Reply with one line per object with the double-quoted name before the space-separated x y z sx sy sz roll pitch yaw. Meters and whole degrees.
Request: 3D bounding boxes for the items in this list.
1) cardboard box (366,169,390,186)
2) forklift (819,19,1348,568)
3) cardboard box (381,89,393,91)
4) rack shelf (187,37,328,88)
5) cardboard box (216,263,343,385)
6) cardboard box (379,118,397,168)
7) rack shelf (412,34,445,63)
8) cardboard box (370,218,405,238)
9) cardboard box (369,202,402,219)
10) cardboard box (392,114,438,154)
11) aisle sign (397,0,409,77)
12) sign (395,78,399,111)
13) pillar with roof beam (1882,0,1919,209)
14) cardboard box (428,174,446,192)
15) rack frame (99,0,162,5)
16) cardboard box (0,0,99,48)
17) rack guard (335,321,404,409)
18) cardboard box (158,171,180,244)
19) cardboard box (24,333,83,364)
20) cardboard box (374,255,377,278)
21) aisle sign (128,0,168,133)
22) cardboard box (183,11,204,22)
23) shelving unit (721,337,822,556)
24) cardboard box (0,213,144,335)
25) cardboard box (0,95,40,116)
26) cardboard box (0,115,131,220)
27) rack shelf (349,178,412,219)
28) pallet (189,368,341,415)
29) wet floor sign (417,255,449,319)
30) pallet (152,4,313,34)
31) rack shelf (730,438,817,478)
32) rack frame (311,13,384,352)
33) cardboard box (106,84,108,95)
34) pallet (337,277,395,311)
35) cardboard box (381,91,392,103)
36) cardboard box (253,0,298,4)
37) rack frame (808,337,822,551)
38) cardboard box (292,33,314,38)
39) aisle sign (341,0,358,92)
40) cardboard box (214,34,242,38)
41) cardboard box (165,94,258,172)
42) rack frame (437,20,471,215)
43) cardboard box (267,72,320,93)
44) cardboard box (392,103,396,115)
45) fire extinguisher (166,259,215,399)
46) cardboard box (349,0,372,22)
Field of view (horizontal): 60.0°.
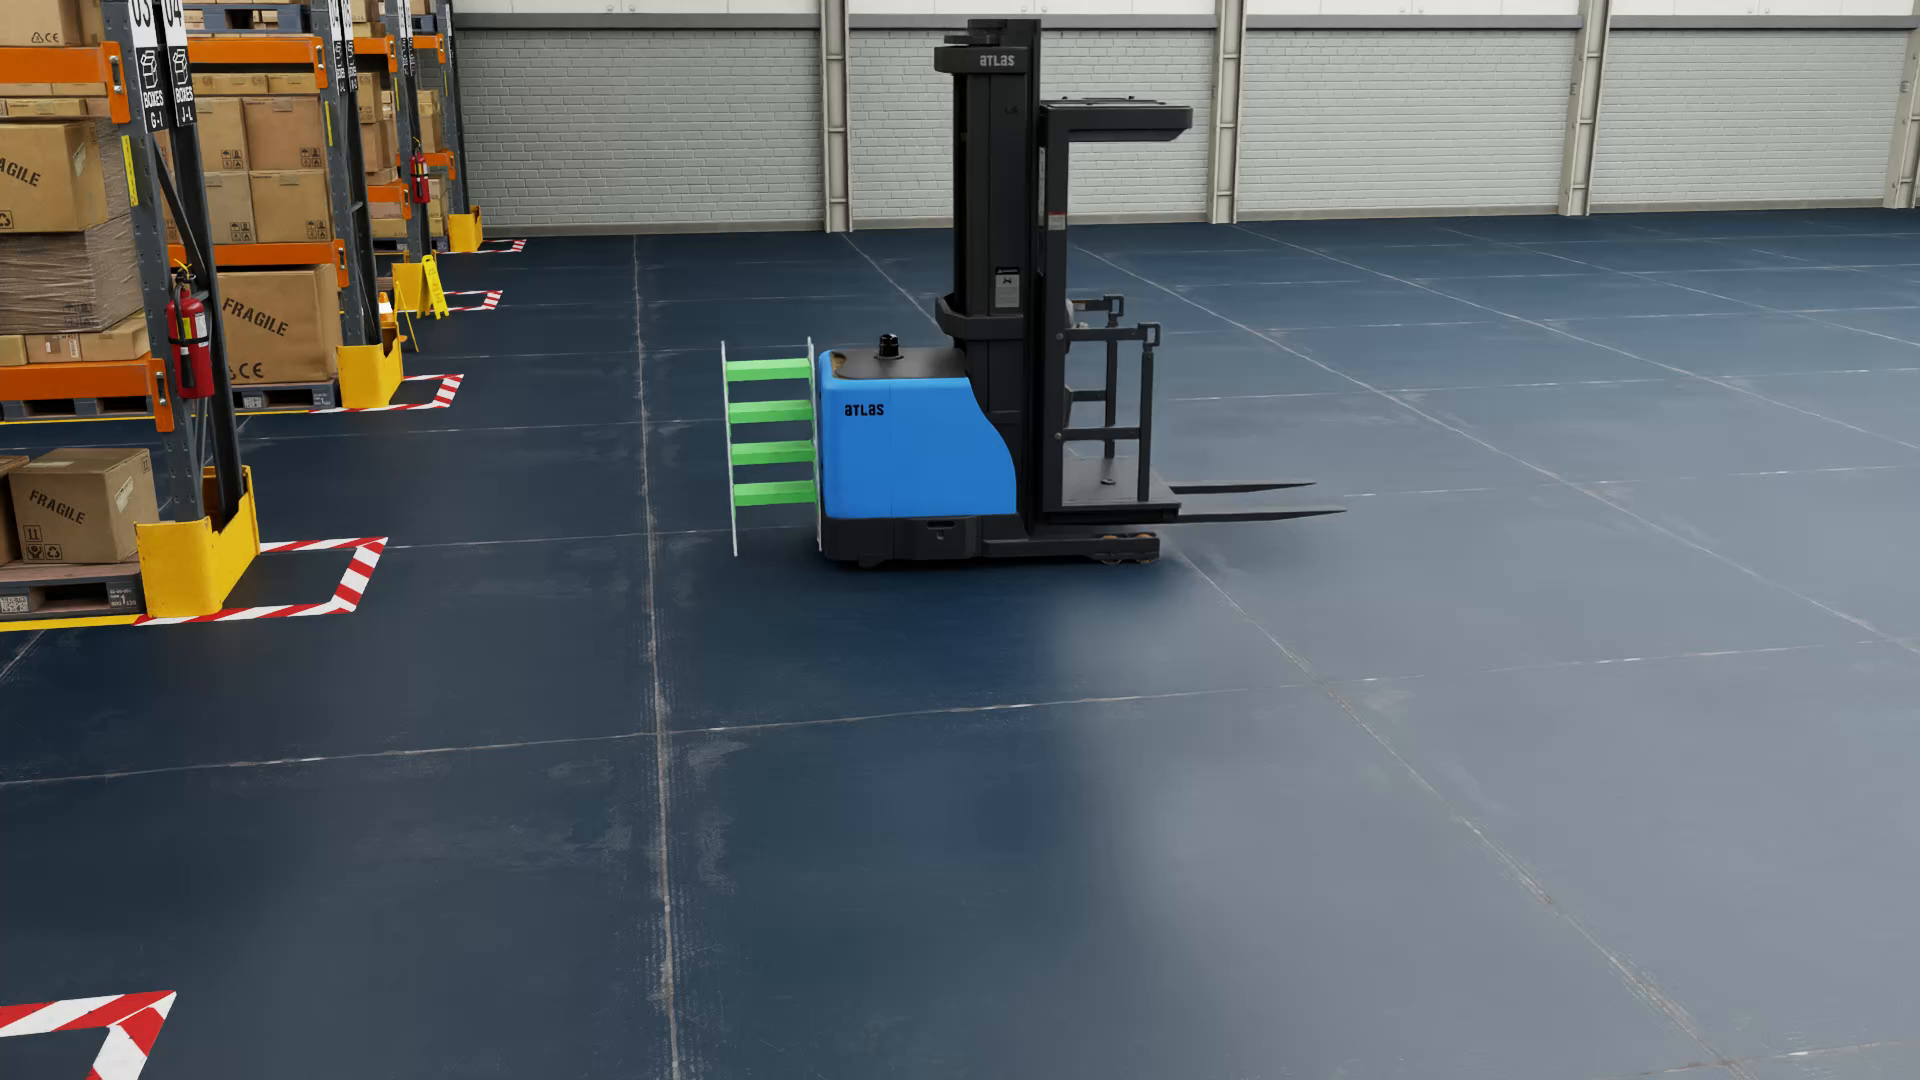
"cardboard box" -6.237 -3.865 17.714 0.250 0.149 0.380 -3 17 -9
"forklift" 0.708 -1.413 9.419 3.031 2.935 1.130 -2 17 -6
"cardboard box" -7.746 -6.018 22.513 0.250 0.149 0.380 -3 17 -9
"rack shelf" -6.836 -3.625 12.621 4.000 0.370 1.077 -3 17 -10
"cardboard box" -5.525 -1.774 13.384 0.875 0.875 0.875 -3 17 -10
"cardboard box" -6.428 -4.311 18.062 0.500 0.500 0.500 -4 17 -11
"rack shelf" -8.819 -6.477 21.906 4.000 0.370 1.077 -3 17 -10
"cardboard box" -7.747 -4.242 22.483 0.500 0.250 0.500 -3 17 -10
"cardboard box" -7.768 -4.481 22.410 0.500 0.250 0.500 -3 17 -11
"cardboard box" -7.289 -5.443 22.253 0.500 0.500 0.500 -4 17 -12
"aisle sign" -5.794 -5.230 17.303 0.004 0.787 0.394 -3 17 -10
"sign" -5.825 -4.611 17.205 0.005 0.325 0.100 -3 17 -10
"pillar with roof beam" 16.671 -8.683 22.754 0.400 9.000 9.100 -3 17 -10
"cardboard box" -7.363 -4.890 22.890 0.500 0.250 0.500 -4 17 -11
"rack frame" -4.030 -4.078 7.764 0.127 3.000 1.000 -3 17 -10
"cardboard box" -4.455 -2.473 7.900 0.500 0.250 0.500 -3 17 -9
"rack guard" -4.848 -1.453 13.690 0.348 0.500 1.175 -3 17 -10
"cardboard box" -6.337 -2.652 13.082 0.550 0.550 0.875 -3 17 -10
"cardboard box" -4.516 -1.001 8.391 0.250 0.149 0.380 -3 17 -10
"cardboard box" -6.755 -2.989 18.401 0.500 0.250 0.500 -3 17 -11
"aisle sign" -3.912 -2.370 7.993 0.004 0.787 0.394 -3 17 -10
"cardboard box" -7.859 -5.379 16.856 0.500 0.250 0.500 -3 17 -10
"shelving unit" -1.070 -0.530 9.478 0.503 1.200 0.258 -4 17 -8
"cardboard box" -4.575 -1.378 8.512 0.500 0.500 0.875 -3 17 -10
"cardboard box" -7.356 -3.076 12.625 0.550 0.550 0.875 -3 17 -10
"cardboard box" -4.622 -1.927 8.595 0.500 0.500 0.500 -3 17 -10
"rack shelf" -7.874 -3.612 17.689 4.000 0.370 1.077 -3 17 -10
"pallet" -5.642 -1.246 13.509 1.213 0.211 1.003 -3 17 -10
"wet floor sign" -5.521 -2.644 17.322 0.232 0.644 0.267 3 17 9
"pallet" -5.598 -3.993 12.746 1.213 0.211 1.003 -3 17 -10
"rack shelf" -1.069 -0.469 9.497 0.480 0.148 0.258 -4 17 -8
"rack frame" -4.872 -2.646 13.318 0.127 3.000 1.000 -3 17 -10
"cardboard box" -8.361 -4.517 17.029 0.500 0.500 0.700 -4 17 -12
"pallet" -6.789 -2.695 18.227 1.213 0.211 1.003 -3 17 -10
"cardboard box" -7.655 -5.872 22.041 0.250 0.149 0.380 -3 17 -9
"cardboard box" -5.134 -4.092 12.460 0.250 0.149 0.380 -3 17 -11
"rack frame" -0.828 -0.545 9.511 0.015 1.200 0.240 -4 17 -8
"cardboard box" -6.713 -5.252 17.123 0.250 0.149 0.380 -3 17 -9
"aisle sign" -4.859 -3.979 13.231 0.004 0.787 0.394 -3 17 -10
"cardboard box" -7.470 -5.218 17.009 0.250 0.149 0.380 -4 17 -12
"cardboard box" -5.766 -3.167 12.920 0.550 0.550 0.875 -3 17 -10
"rack frame" -6.855 -5.498 22.604 0.127 3.000 1.000 -3 17 -10
"cardboard box" -6.869 -4.618 17.358 0.500 0.500 0.700 -3 17 -10
"cardboard box" -7.388 -5.733 22.094 0.250 0.149 0.380 -3 17 -10
"fire extinguisher" -3.830 -1.047 8.244 0.183 0.674 0.296 -3 17 -10
"cardboard box" -6.361 -5.466 17.138 0.500 0.250 0.500 -3 17 -11
